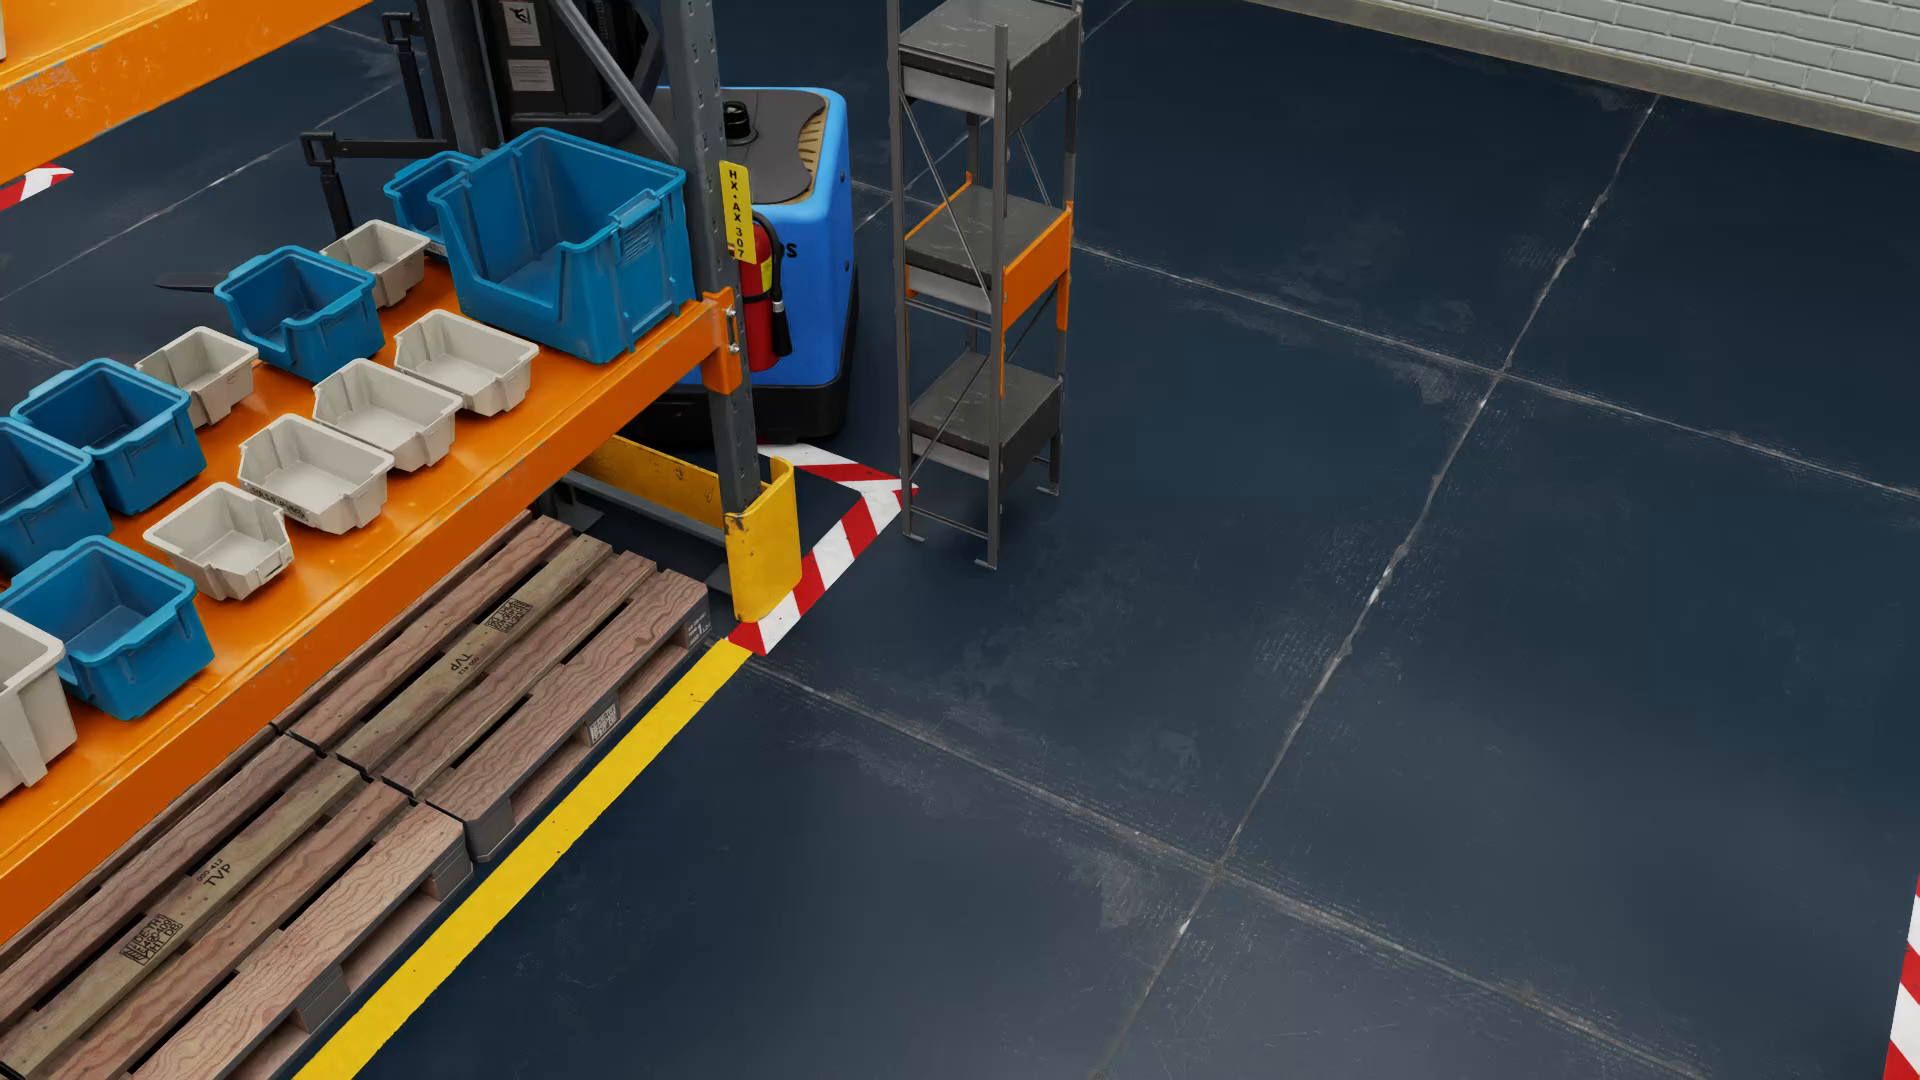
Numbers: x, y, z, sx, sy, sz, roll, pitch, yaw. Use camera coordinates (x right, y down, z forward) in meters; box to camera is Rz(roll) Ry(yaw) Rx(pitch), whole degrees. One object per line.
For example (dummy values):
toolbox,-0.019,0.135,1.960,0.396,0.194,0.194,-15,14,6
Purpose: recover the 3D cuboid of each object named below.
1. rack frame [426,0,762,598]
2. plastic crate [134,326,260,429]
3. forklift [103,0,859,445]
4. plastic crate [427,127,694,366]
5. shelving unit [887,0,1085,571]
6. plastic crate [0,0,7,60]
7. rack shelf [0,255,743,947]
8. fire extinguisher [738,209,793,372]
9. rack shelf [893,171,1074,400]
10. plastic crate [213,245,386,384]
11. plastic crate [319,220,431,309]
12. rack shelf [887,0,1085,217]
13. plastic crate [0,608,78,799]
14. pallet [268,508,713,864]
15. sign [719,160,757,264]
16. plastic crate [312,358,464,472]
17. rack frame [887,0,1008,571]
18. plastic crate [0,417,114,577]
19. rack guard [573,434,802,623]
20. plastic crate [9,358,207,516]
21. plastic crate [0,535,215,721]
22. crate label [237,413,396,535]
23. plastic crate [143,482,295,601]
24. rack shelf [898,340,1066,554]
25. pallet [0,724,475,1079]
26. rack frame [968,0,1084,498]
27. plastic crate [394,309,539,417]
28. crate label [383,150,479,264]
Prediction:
rack frame,-1.147,-1.088,5.216,1.000,3.000,0.127,21,45,22
plastic crate,-2.127,-0.435,4.628,0.250,0.136,0.298,21,45,22
forklift,-1.968,-1.826,6.105,3.031,2.935,1.130,1,41,1
plastic crate,-1.153,-0.870,4.897,0.616,0.435,0.499,21,45,22
shelving unit,0.083,-0.883,5.664,0.431,2.100,0.503,21,45,22
plastic crate,-1.966,-0.850,2.876,0.437,0.136,0.530,21,45,22
rack shelf,-2.148,0.326,4.154,1.077,0.370,4.000,21,45,22
fire extinguisher,-0.678,-0.855,5.292,0.296,0.674,0.183,21,45,22
rack shelf,0.083,-0.872,5.673,0.431,0.518,0.480,21,45,22
plastic crate,-1.885,-0.639,4.787,0.416,0.233,0.300,21,45,22
plastic crate,-1.788,-0.823,5.069,0.250,0.136,0.298,21,45,22
rack shelf,0.083,-1.398,5.210,0.431,0.518,0.480,21,45,22
plastic crate,-2.225,0.410,3.559,0.437,0.282,0.530,21,45,22
pallet,-1.593,0.418,5.616,1.003,0.211,1.213,21,45,22
sign,-0.663,-0.977,4.966,0.100,0.325,0.005,21,45,22
plastic crate,-1.556,-0.324,4.502,0.396,0.136,0.243,21,45,22
rack frame,-0.039,-0.743,5.505,0.400,2.100,0.015,21,45,22
plastic crate,-2.365,-0.090,4.164,0.416,0.233,0.300,21,45,22
rack guard,-1.146,-0.168,6.062,1.175,0.500,0.348,21,45,22
plastic crate,-2.215,-0.262,4.359,0.416,0.233,0.300,21,45,22
plastic crate,-1.953,0.212,3.821,0.416,0.233,0.300,21,45,22
crate label,-1.674,-0.156,4.312,0.396,0.136,0.243,21,45,22
plastic crate,-1.806,0.019,4.113,0.298,0.136,0.250,21,45,22
rack shelf,0.083,-0.347,6.135,0.431,0.518,0.480,21,45,22
pallet,-2.205,1.113,4.826,1.003,0.211,1.213,21,45,22
rack frame,0.205,-1.022,5.822,0.400,2.100,0.015,21,45,22
plastic crate,-1.398,-0.485,4.685,0.396,0.136,0.243,21,45,22
crate label,-1.556,-1.015,5.214,0.416,0.233,0.303,21,45,22
